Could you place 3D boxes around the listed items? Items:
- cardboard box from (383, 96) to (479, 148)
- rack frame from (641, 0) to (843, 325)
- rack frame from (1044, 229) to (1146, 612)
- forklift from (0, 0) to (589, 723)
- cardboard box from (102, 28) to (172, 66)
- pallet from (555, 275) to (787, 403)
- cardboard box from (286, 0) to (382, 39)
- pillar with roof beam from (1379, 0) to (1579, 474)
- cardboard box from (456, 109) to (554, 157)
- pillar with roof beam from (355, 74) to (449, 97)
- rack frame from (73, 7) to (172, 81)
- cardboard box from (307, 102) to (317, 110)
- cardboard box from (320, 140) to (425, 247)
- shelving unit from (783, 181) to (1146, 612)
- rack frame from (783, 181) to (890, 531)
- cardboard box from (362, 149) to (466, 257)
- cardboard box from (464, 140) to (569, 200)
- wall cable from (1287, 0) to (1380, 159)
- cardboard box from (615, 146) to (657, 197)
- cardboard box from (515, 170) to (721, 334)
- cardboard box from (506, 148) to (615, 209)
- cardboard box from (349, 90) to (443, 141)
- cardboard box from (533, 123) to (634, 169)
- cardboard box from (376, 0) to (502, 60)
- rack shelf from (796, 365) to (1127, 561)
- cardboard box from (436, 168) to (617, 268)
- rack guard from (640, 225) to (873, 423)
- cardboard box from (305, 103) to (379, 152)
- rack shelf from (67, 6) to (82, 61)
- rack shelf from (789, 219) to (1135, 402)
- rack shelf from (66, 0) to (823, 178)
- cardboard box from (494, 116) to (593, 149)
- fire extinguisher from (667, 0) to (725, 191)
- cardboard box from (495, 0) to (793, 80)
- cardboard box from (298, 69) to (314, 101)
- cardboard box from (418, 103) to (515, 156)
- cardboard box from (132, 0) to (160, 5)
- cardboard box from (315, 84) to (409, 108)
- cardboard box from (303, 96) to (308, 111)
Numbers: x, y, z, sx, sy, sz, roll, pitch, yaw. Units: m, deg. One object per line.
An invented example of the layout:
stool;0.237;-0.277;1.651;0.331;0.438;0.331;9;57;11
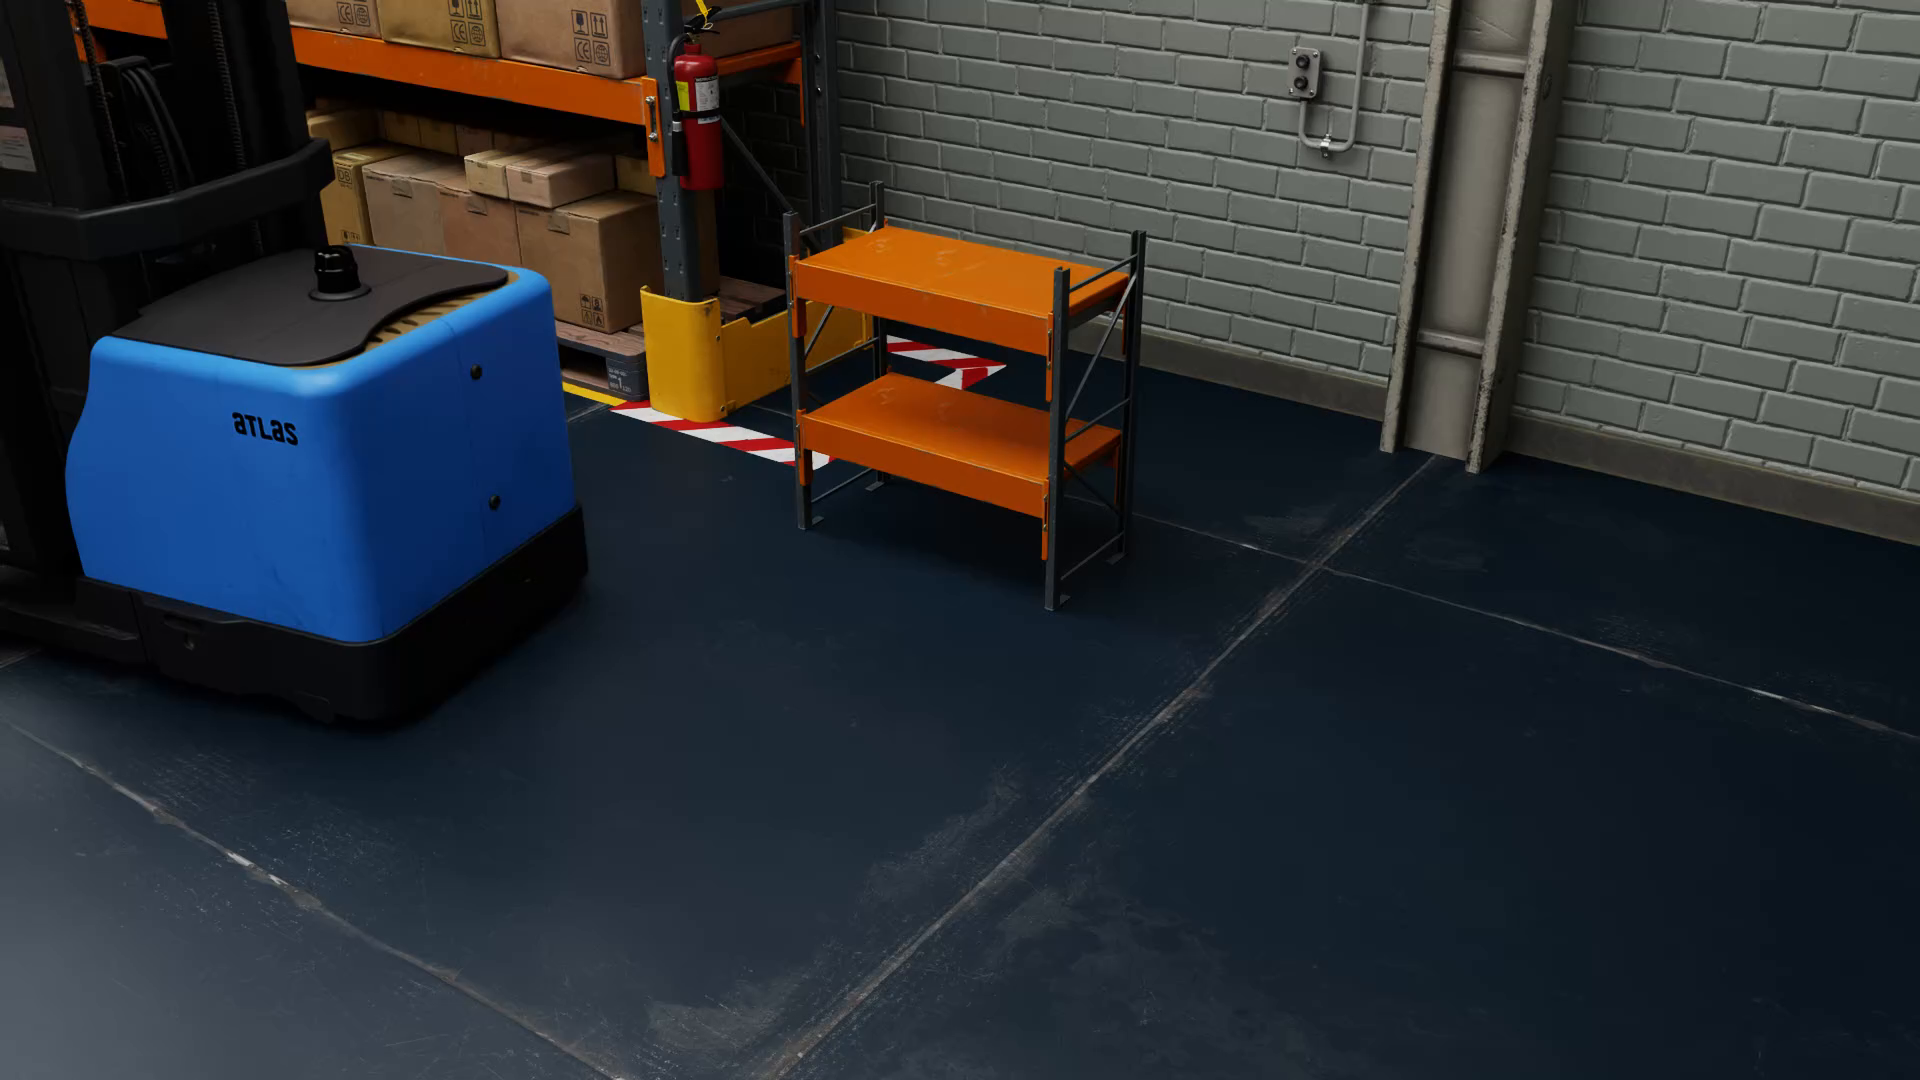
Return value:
cardboard box;-2.515;-2.000;7.950;0.250;0.149;0.380;17;31;29
rack frame;-0.843;-2.062;6.495;0.127;3.000;1.000;17;32;30
rack frame;0.425;-0.369;5.235;0.032;1.125;0.500;17;32;30
forklift;-2.771;-1.216;4.908;3.031;2.935;1.130;11;29;20
cardboard box;-4.750;-2.437;9.138;0.750;0.750;0.750;18;32;31
pallet;-1.547;-0.996;7.474;1.213;0.211;1.003;17;32;30
cardboard box;-2.498;-2.705;7.427;0.700;0.700;0.980;16;31;28
pillar with roof beam;-0.565;-2.757;1.245;0.400;9.000;9.100;17;32;30
cardboard box;-2.095;-1.869;7.693;0.250;0.149;0.380;18;32;31
pillar with roof beam;-5.511;-4.297;4.272;0.400;9.000;9.100;17;32;30
rack frame;-4.140;-3.089;8.513;0.127;3.000;1.000;17;32;30
cardboard box;-3.582;-1.932;8.533;0.500;0.500;0.700;18;32;31
cardboard box;-2.748;-1.669;8.016;0.500;0.500;0.700;18;32;31
shelving unit;0.006;-0.500;5.491;1.048;1.125;0.538;17;32;30
rack frame;-0.413;-0.630;5.748;0.032;1.125;0.500;17;32;30
cardboard box;-2.304;-1.535;7.752;0.500;0.500;0.700;16;31;29
cardboard box;-1.897;-1.597;7.159;0.250;0.149;0.380;18;32;32
wall cable;0.748;-2.540;6.313;1.851;1.984;0.084;17;32;30
cardboard box;-1.260;-1.610;7.183;0.250;0.149;0.380;18;32;31
cardboard box;-1.477;-1.278;7.247;0.500;0.500;0.700;17;32;30
cardboard box;-1.686;-1.532;7.030;0.250;0.149;0.380;17;31;30
cardboard box;-2.728;-2.066;8.079;0.250;0.149;0.380;18;32;31
cardboard box;-1.679;-1.739;7.438;0.250;0.149;0.380;17;32;30
cardboard box;-1.875;-2.506;7.036;0.700;0.700;0.980;17;32;30
rack shelf;0.006;-0.282;5.602;1.000;0.278;0.538;17;32;30
cardboard box;-1.889;-1.406;7.499;0.500;0.500;0.700;17;32;30
rack guard;-0.823;-0.942;7.050;0.348;0.500;1.175;17;32;30
cardboard box;-2.973;-1.931;7.815;0.250;0.149;0.380;16;31;29
rack shelf;-5.789;-3.282;9.686;4.000;0.370;1.077;17;32;30
rack shelf;0.006;-0.760;5.359;1.000;0.278;0.538;17;32;30
rack shelf;-2.492;-2.255;7.667;4.000;0.370;1.077;17;32;30
cardboard box;-1.885;-1.804;7.565;0.250;0.149;0.380;18;32;31
fire extinguisher;-0.980;-1.650;6.182;0.183;0.674;0.296;17;32;30
cardboard box;-1.269;-2.323;6.677;0.700;0.700;0.980;19;33;33
cardboard box;-3.589;-2.333;8.604;0.250;0.149;0.380;17;32;30
cardboard box;-2.307;-1.934;7.822;0.250;0.149;0.380;18;32;31
cardboard box;-3.702;-3.078;8.160;0.700;0.700;0.980;18;32;31
cardboard box;-2.936;-2.131;8.208;0.250;0.149;0.380;16;31;29
cardboard box;-3.403;-2.065;8.079;0.250;0.149;0.380;19;32;32
